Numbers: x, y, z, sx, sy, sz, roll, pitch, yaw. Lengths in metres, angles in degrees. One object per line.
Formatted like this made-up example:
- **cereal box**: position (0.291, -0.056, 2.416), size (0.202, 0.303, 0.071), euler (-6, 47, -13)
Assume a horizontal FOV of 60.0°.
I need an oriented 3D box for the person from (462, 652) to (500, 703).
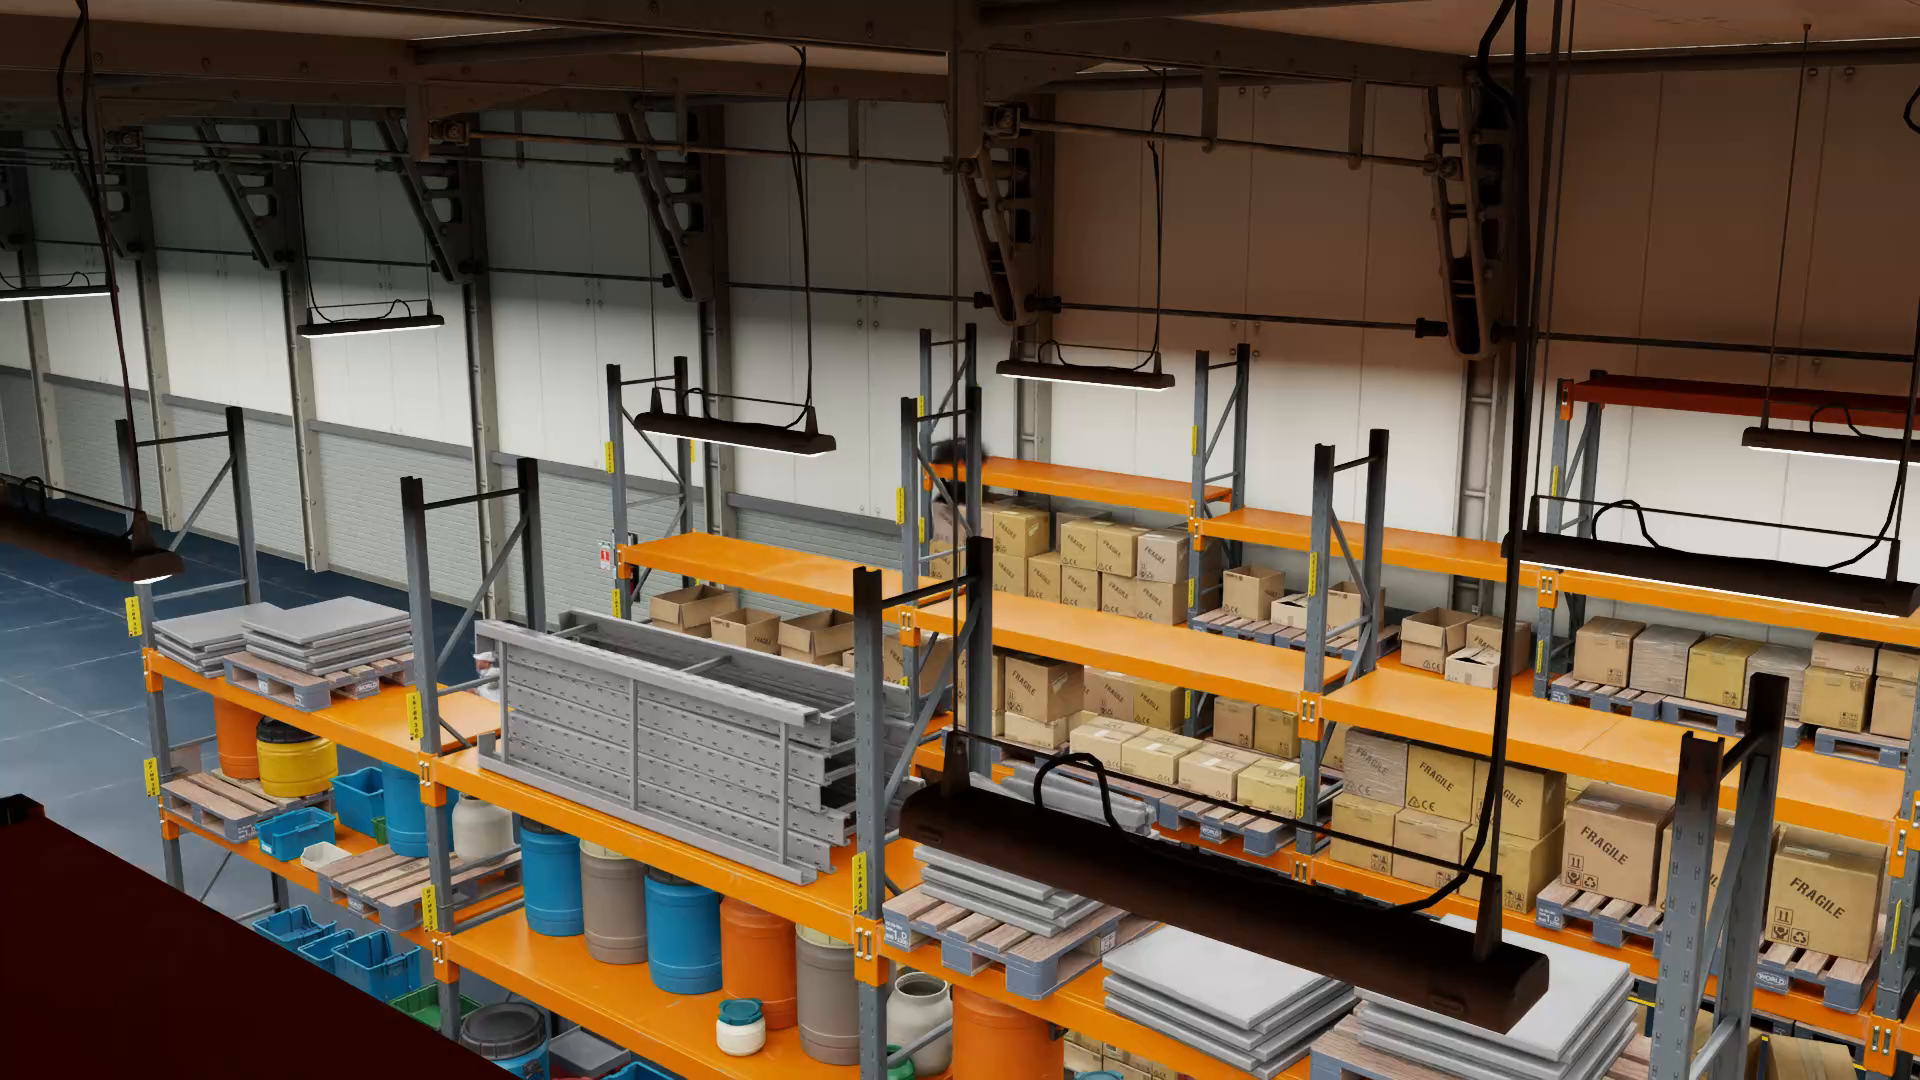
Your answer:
- **person**: position (-6.196, 2.287, 22.155), size (0.807, 1.761, 0.682), euler (-6, 14, -24)
